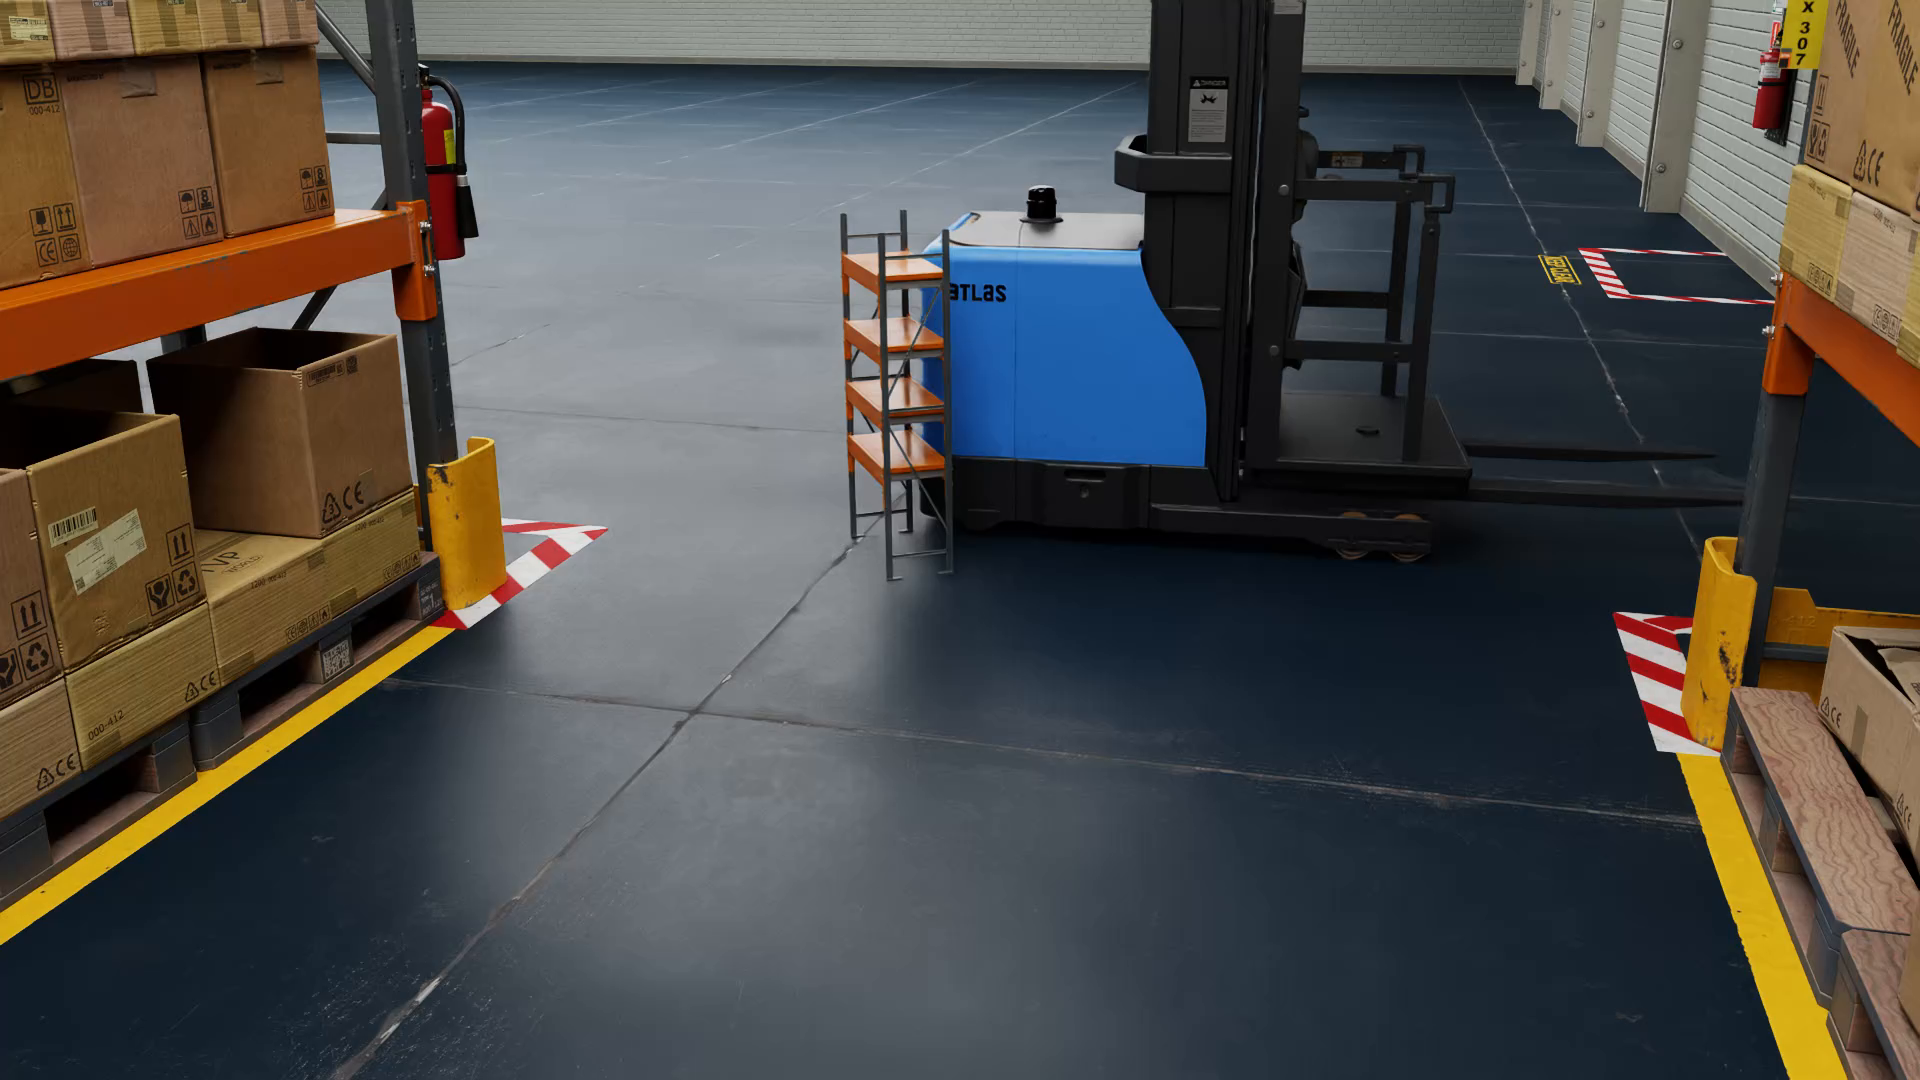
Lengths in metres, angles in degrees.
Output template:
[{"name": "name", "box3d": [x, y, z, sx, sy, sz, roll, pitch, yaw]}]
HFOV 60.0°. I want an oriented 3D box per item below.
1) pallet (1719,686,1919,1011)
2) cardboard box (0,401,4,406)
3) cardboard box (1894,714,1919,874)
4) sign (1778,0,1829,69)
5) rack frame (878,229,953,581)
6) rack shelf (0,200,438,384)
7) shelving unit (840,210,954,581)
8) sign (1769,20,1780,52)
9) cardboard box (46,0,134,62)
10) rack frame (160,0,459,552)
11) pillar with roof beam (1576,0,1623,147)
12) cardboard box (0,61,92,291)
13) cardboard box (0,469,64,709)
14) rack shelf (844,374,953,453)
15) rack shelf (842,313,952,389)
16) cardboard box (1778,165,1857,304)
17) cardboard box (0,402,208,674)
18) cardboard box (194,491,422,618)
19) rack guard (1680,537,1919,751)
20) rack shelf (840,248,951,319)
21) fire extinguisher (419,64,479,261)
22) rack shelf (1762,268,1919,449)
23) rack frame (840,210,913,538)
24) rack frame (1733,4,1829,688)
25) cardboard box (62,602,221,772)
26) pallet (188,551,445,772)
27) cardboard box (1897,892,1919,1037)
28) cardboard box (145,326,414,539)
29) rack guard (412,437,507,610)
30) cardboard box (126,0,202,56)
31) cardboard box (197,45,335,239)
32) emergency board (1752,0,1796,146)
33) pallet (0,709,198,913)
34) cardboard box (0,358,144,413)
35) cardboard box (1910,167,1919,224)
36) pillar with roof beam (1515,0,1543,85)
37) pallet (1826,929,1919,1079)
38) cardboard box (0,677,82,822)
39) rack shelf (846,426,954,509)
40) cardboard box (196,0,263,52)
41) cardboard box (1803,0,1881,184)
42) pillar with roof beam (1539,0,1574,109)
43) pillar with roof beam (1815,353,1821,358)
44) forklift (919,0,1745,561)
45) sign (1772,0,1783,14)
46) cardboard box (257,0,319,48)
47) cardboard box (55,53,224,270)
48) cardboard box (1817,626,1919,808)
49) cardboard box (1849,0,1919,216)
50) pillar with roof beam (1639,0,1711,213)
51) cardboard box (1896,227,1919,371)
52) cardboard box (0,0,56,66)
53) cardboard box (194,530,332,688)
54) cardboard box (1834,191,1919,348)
[{"name": "pallet", "box3d": [2.381, 0.711, 3.779, 1.003, 0.211, 1.213, 5, 19, 13]}, {"name": "cardboard box", "box3d": [-2.749, -0.061, 4.171, 0.500, 0.500, 0.500, 5, 19, 13]}, {"name": "cardboard box", "box3d": [2.237, 0.569, 3.361, 0.500, 0.311, 0.500, 6, 20, 18]}, {"name": "sign", "box3d": [2.106, -1.336, 4.120, 0.100, 0.325, 0.005, 5, 19, 13]}, {"name": "rack frame", "box3d": [-0.146, -0.440, 5.615, 0.240, 1.200, 0.015, -7, 20, -17]}, {"name": "rack shelf", "box3d": [-2.661, -0.307, 3.558, 1.077, 0.370, 4.000, 5, 19, 13]}, {"name": "shelving unit", "box3d": [-0.222, -0.515, 5.834, 0.258, 1.200, 0.503, -7, 20, -17]}, {"name": "sign", "box3d": [5.642, -3.430, 11.535, 0.001, 0.329, 0.234, 5, 19, 13]}, {"name": "cardboard box", "box3d": [-2.269, -1.253, 4.056, 0.380, 0.149, 0.250, 5, 19, 14]}, {"name": "rack frame", "box3d": [-2.172, -1.274, 5.277, 1.000, 3.000, 0.127, 5, 19, 13]}, {"name": "pillar with roof beam", "box3d": [3.524, -9.417, 19.836, 9.100, 9.000, 0.400, 5, 19, 13]}, {"name": "cardboard box", "box3d": [-2.549, -0.856, 3.898, 0.700, 0.500, 0.500, 5, 19, 14]}, {"name": "cardboard box", "box3d": [-2.368, 0.136, 3.592, 0.500, 0.500, 0.500, 5, 19, 13]}, {"name": "rack shelf", "box3d": [-0.222, -0.451, 5.856, 0.258, 0.148, 0.480, -7, 20, -17]}, {"name": "rack shelf", "box3d": [-0.224, -0.663, 5.783, 0.258, 0.148, 0.480, -7, 20, -17]}, {"name": "cardboard box", "box3d": [2.206, -0.695, 3.782, 0.500, 0.250, 0.500, 4, 19, 12]}, {"name": "cardboard box", "box3d": [-2.244, -0.020, 4.050, 0.500, 0.500, 0.500, 5, 19, 13]}, {"name": "cardboard box", "box3d": [-2.016, 0.020, 5.093, 0.500, 0.250, 0.500, 5, 19, 13]}, {"name": "rack guard", "box3d": [2.614, 0.323, 4.469, 1.175, 0.500, 0.348, 5, 19, 13]}, {"name": "rack shelf", "box3d": [-0.226, -0.886, 5.706, 0.258, 0.148, 0.480, -7, 20, -17]}, {"name": "fire extinguisher", "box3d": [-1.693, -1.238, 5.291, 0.296, 0.674, 0.183, 5, 19, 13]}, {"name": "rack shelf", "box3d": [2.144, 0.083, 2.416, 1.077, 0.370, 4.000, 5, 19, 13]}, {"name": "rack frame", "box3d": [-0.299, -0.590, 6.053, 0.240, 1.200, 0.015, -7, 20, -17]}, {"name": "rack frame", "box3d": [2.633, -0.884, 4.135, 1.000, 3.000, 0.127, 5, 19, 13]}, {"name": "cardboard box", "box3d": [-2.247, 0.334, 4.172, 0.500, 0.250, 0.500, 5, 19, 13]}, {"name": "pallet", "box3d": [-2.318, 0.288, 5.016, 1.003, 0.211, 1.213, 5, 19, 13]}, {"name": "cardboard box", "box3d": [2.009, 0.705, 2.669, 0.700, 0.500, 0.500, 3, 19, 10]}, {"name": "cardboard box", "box3d": [-2.014, -0.335, 4.971, 0.500, 0.500, 0.500, 5, 19, 13]}, {"name": "rack guard", "box3d": [-2.166, -0.099, 5.703, 1.175, 0.500, 0.348, 5, 19, 13]}, {"name": "cardboard box", "box3d": [-2.205, -1.331, 4.286, 0.380, 0.149, 0.250, 4, 19, 13]}, {"name": "cardboard box", "box3d": [-2.298, -1.176, 4.835, 0.700, 0.500, 0.500, 5, 19, 13]}, {"name": "emergency board", "box3d": [5.407, -3.248, 11.057, 0.194, 1.169, 0.643, 5, 19, 13]}, {"name": "pallet", "box3d": [-2.618, 0.670, 3.900, 1.003, 0.211, 1.213, 5, 19, 13]}, {"name": "cardboard box", "box3d": [-2.639, -0.219, 4.632, 0.500, 0.500, 0.500, 5, 19, 13]}, {"name": "cardboard box", "box3d": [1.962, -0.736, 2.742, 0.500, 0.500, 0.500, 4, 19, 12]}, {"name": "pillar with roof beam", "box3d": [6.456, -13.178, 30.848, 9.100, 9.000, 0.400, 5, 19, 13]}, {"name": "pallet", "box3d": [2.081, 1.092, 2.663, 1.003, 0.211, 1.213, 5, 19, 13]}, {"name": "cardboard box", "box3d": [-2.371, 0.491, 3.714, 0.500, 0.250, 0.500, 5, 19, 13]}, {"name": "rack shelf", "box3d": [-0.220, -0.263, 5.920, 0.258, 0.148, 0.480, -7, 20, -17]}, {"name": "cardboard box", "box3d": [-2.143, -1.411, 4.521, 0.380, 0.149, 0.250, 5, 20, 15]}, {"name": "cardboard box", "box3d": [2.225, -1.051, 3.666, 0.500, 0.500, 0.500, 5, 19, 13]}, {"name": "pillar with roof beam", "box3d": [4.990, -11.298, 25.342, 9.100, 9.000, 0.400, 5, 19, 13]}, {"name": "pillar with roof beam", "box3d": [0.592, -5.656, 8.824, 9.100, 9.000, 0.400, 5, 19, 13]}, {"name": "forklift", "box3d": [1.410, -1.495, 6.031, 3.031, 2.935, 1.130, 3, 19, 9]}, {"name": "sign", "box3d": [5.632, -3.681, 11.447, 0.001, 0.109, 0.331, 5, 19, 13]}, {"name": "cardboard box", "box3d": [-2.080, -1.494, 4.761, 0.380, 0.149, 0.250, 4, 19, 12]}, {"name": "cardboard box", "box3d": [-2.422, -1.011, 4.352, 0.700, 0.500, 0.500, 5, 20, 15]}, {"name": "cardboard box", "box3d": [2.376, 0.390, 3.884, 0.500, 0.311, 0.500, 2, 19, 7]}, {"name": "cardboard box", "box3d": [2.094, -0.897, 3.215, 0.500, 0.500, 0.500, 5, 19, 14]}, {"name": "pillar with roof beam", "box3d": [2.058, -7.536, 14.330, 9.100, 9.000, 0.400, 5, 19, 13]}, {"name": "cardboard box", "box3d": [1.962, -0.372, 2.836, 0.500, 0.250, 0.500, 4, 19, 13]}, {"name": "cardboard box", "box3d": [-2.333, -1.170, 3.815, 0.380, 0.149, 0.250, 5, 20, 15]}, {"name": "cardboard box", "box3d": [-2.127, 0.177, 4.632, 0.500, 0.250, 0.500, 5, 19, 13]}, {"name": "cardboard box", "box3d": [2.092, -0.531, 3.302, 0.500, 0.250, 0.500, 4, 19, 12]}]
